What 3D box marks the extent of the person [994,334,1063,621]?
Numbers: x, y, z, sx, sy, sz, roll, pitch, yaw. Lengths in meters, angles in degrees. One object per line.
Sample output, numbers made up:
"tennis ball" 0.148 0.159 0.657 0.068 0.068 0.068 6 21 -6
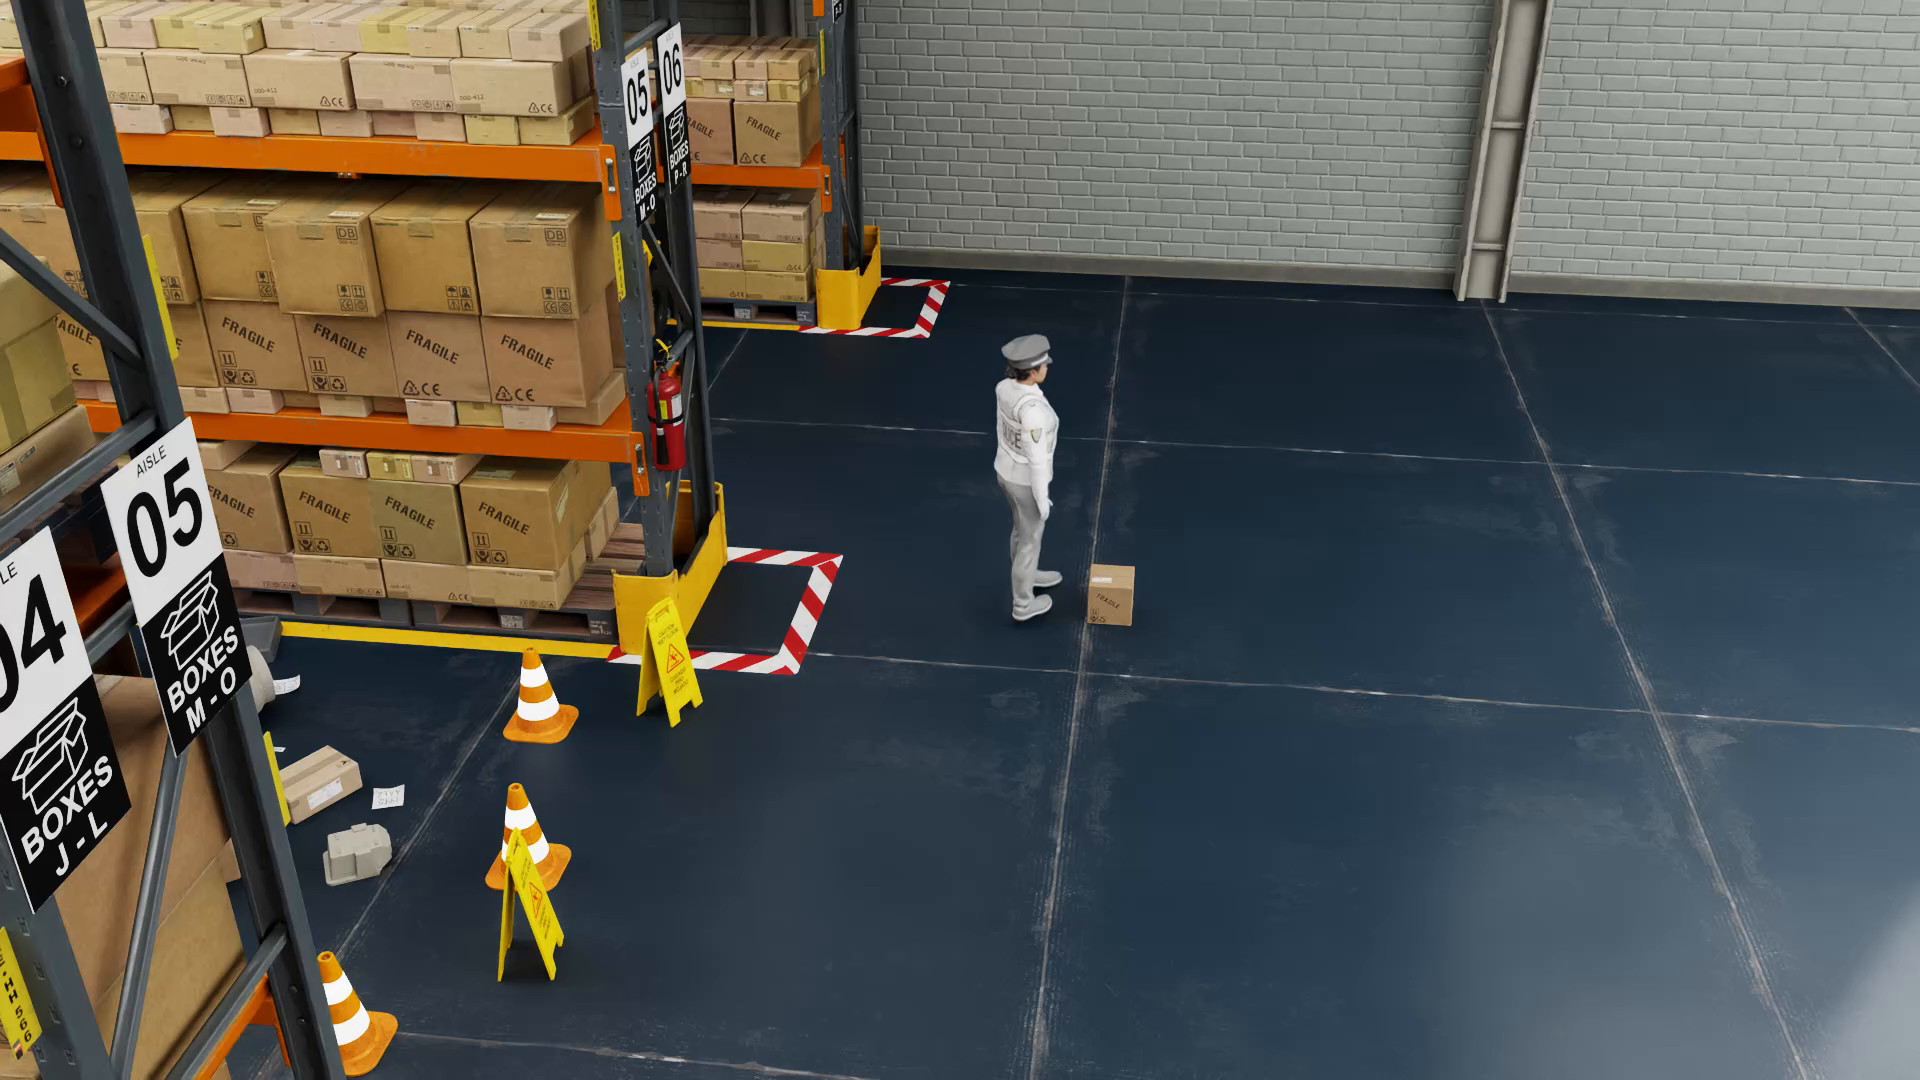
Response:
"person" 0.440 -0.353 9.224 0.489 1.679 0.521 -10 30 -18
